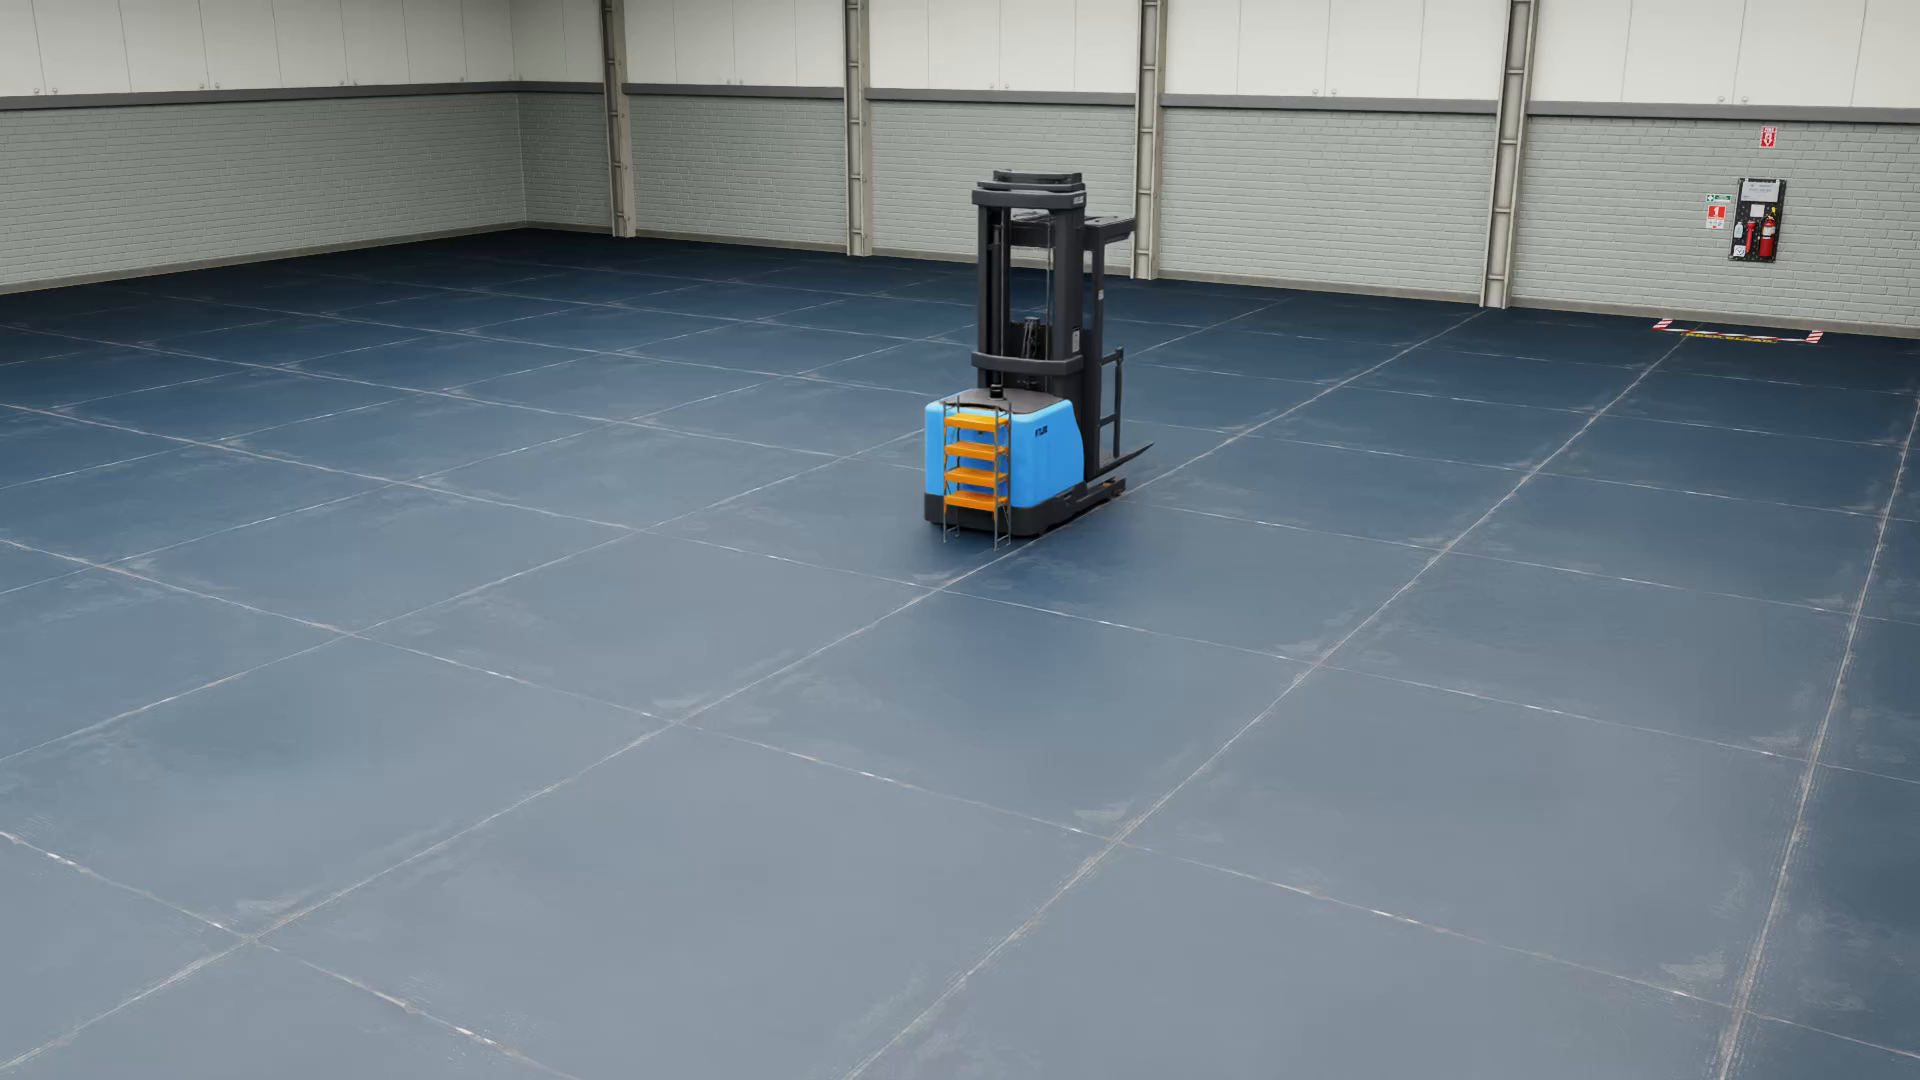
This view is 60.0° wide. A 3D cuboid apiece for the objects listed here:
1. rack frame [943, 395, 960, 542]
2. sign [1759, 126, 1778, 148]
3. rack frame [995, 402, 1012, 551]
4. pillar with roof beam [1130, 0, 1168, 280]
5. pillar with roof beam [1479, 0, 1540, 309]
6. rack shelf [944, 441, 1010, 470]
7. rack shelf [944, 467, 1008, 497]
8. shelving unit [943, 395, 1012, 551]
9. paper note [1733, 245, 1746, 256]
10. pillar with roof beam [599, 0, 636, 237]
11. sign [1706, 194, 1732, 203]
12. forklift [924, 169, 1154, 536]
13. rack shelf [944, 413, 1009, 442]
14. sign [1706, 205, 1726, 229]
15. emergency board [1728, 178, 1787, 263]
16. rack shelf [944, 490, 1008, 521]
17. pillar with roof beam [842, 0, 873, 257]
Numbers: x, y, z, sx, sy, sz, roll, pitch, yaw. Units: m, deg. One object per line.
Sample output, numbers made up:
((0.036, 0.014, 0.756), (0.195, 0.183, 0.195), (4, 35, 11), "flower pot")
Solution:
((-0.070, -0.584, 13.739), (0.015, 1.200, 0.240), (10, 19, 29), "rack frame")
((11.382, -5.674, 23.412), (0.199, 0.298, 0.001), (10, 20, 30), "sign")
((0.351, -0.512, 13.502), (0.015, 1.200, 0.240), (10, 19, 29), "rack frame")
((0.944, -7.783, 24.022), (0.400, 9.000, 9.100), (10, 20, 30), "pillar with roof beam")
((6.057, -6.871, 21.018), (0.400, 9.000, 9.100), (10, 20, 30), "pillar with roof beam")
((0.140, -0.698, 13.575), (0.480, 0.148, 0.258), (10, 19, 29), "rack shelf")
((0.140, -0.484, 13.640), (0.480, 0.148, 0.258), (10, 19, 29), "rack shelf")
((0.140, -0.548, 13.620), (0.503, 1.200, 0.258), (10, 19, 29), "shelving unit")
((11.222, -4.162, 23.937), (0.142, 0.148, 0.016), (10, 20, 30), "paper note")
((-9.281, -9.609, 30.031), (0.400, 9.000, 9.100), (10, 20, 30), "pillar with roof beam")
((10.919, -4.917, 23.933), (0.331, 0.109, 0.001), (10, 20, 30), "sign")
((0.861, -1.814, 14.809), (1.130, 2.935, 3.031), (9, 19, 28), "forklift")
((0.140, -0.924, 13.506), (0.480, 0.148, 0.258), (10, 19, 29), "rack shelf")
((10.920, -4.666, 24.020), (0.234, 0.329, 0.001), (10, 20, 30), "sign")
((11.337, -4.539, 23.664), (0.643, 1.169, 0.194), (10, 20, 30), "emergency board")
((0.140, -0.294, 13.697), (0.480, 0.148, 0.258), (10, 19, 29), "rack shelf")
((-4.168, -8.696, 27.027), (0.400, 9.000, 9.100), (10, 20, 30), "pillar with roof beam")
